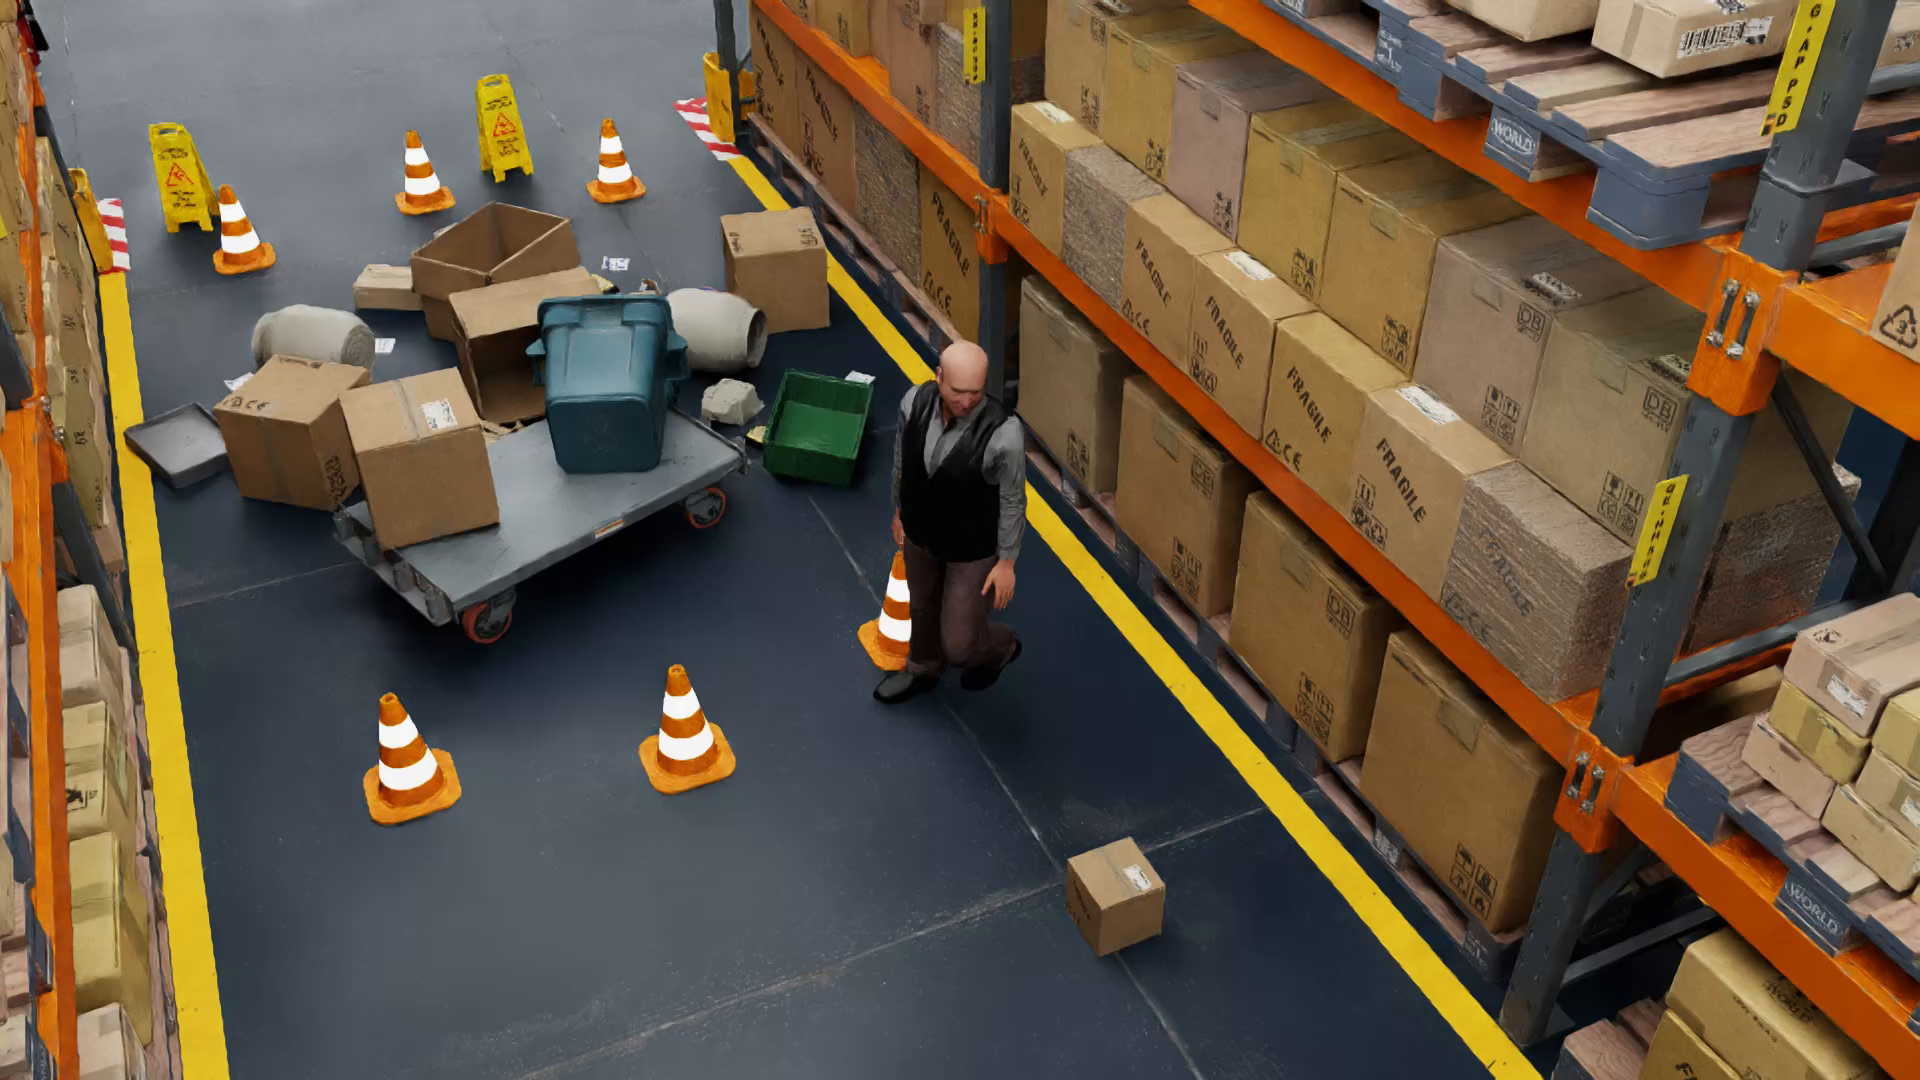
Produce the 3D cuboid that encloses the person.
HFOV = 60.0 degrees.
[{"bbox_3d":[0.004,-0.037,6.164,0.593,1.652,0.472,26,44,30],"label":"person"}]
